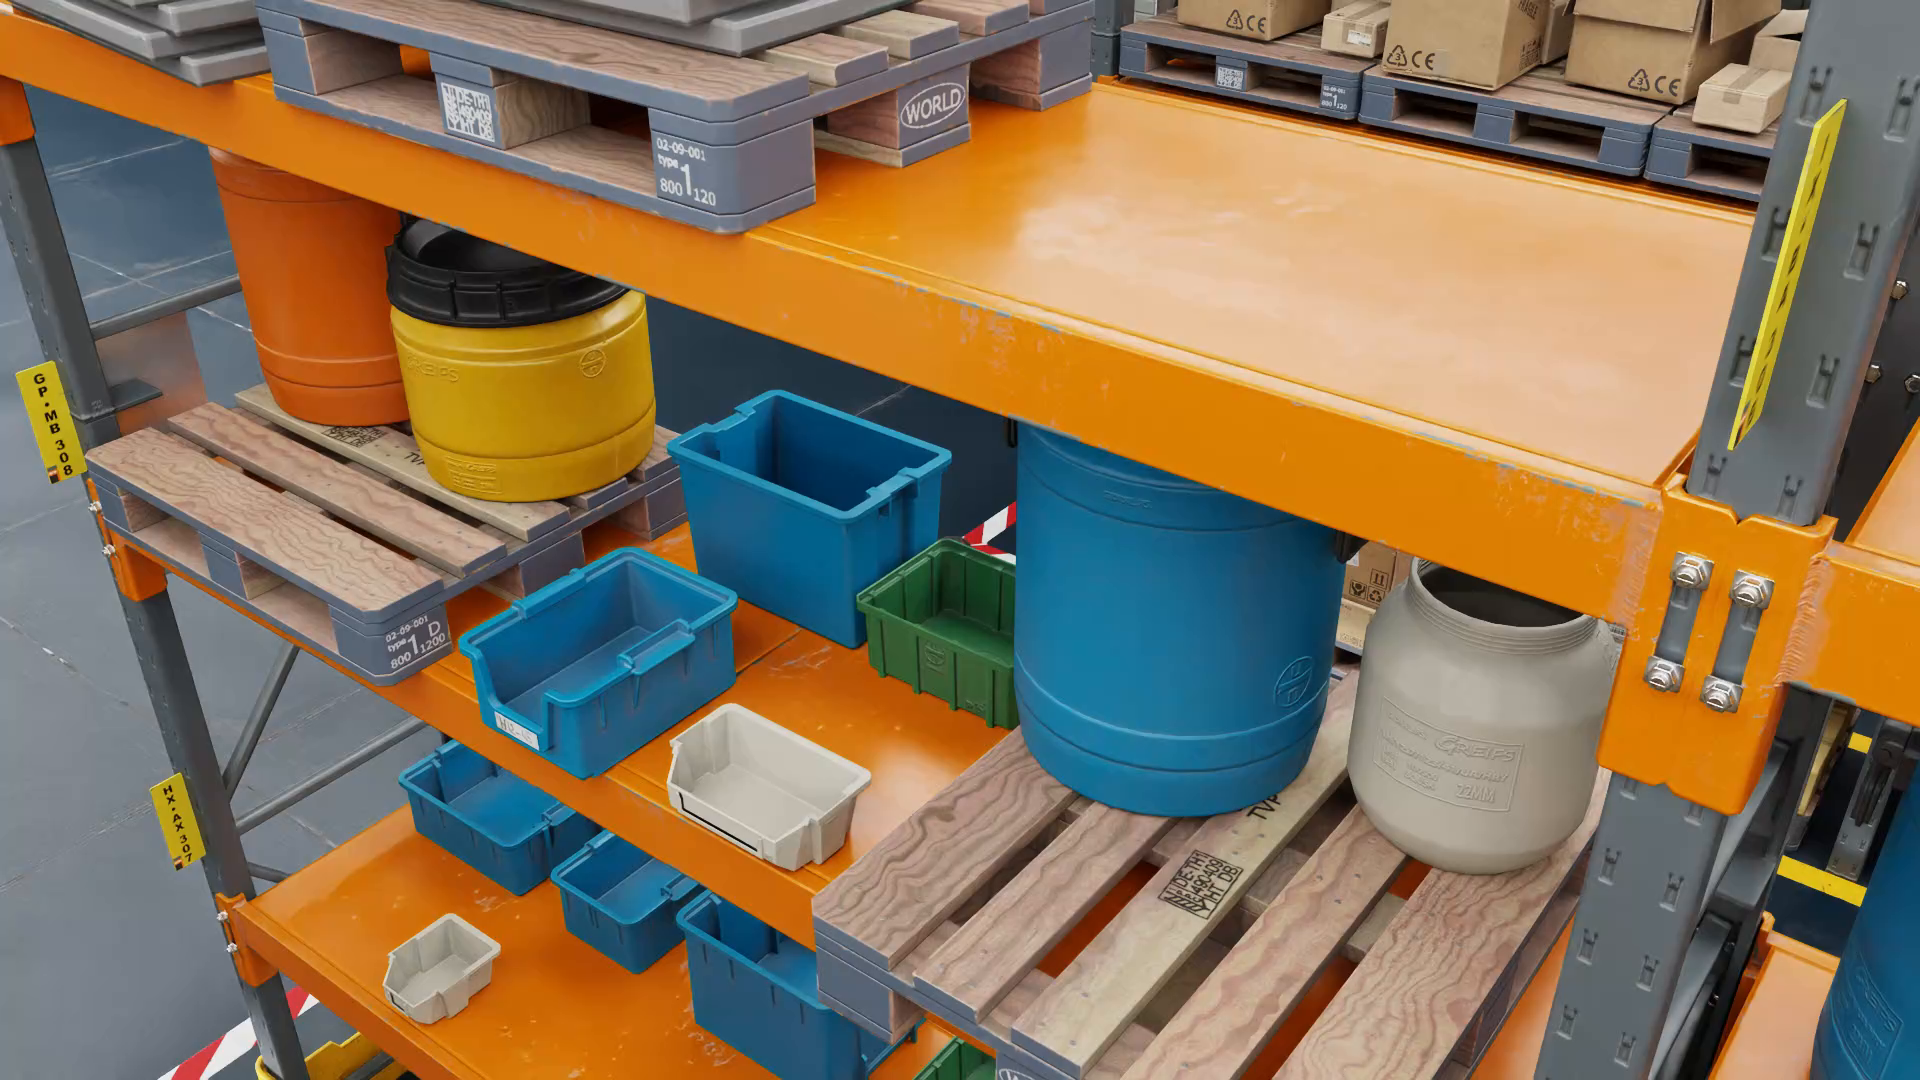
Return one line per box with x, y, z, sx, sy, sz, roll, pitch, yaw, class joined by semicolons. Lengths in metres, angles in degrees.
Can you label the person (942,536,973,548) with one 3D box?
-0.076;0.705;6.920;0.427;1.651;0.562;19;36;28;person
